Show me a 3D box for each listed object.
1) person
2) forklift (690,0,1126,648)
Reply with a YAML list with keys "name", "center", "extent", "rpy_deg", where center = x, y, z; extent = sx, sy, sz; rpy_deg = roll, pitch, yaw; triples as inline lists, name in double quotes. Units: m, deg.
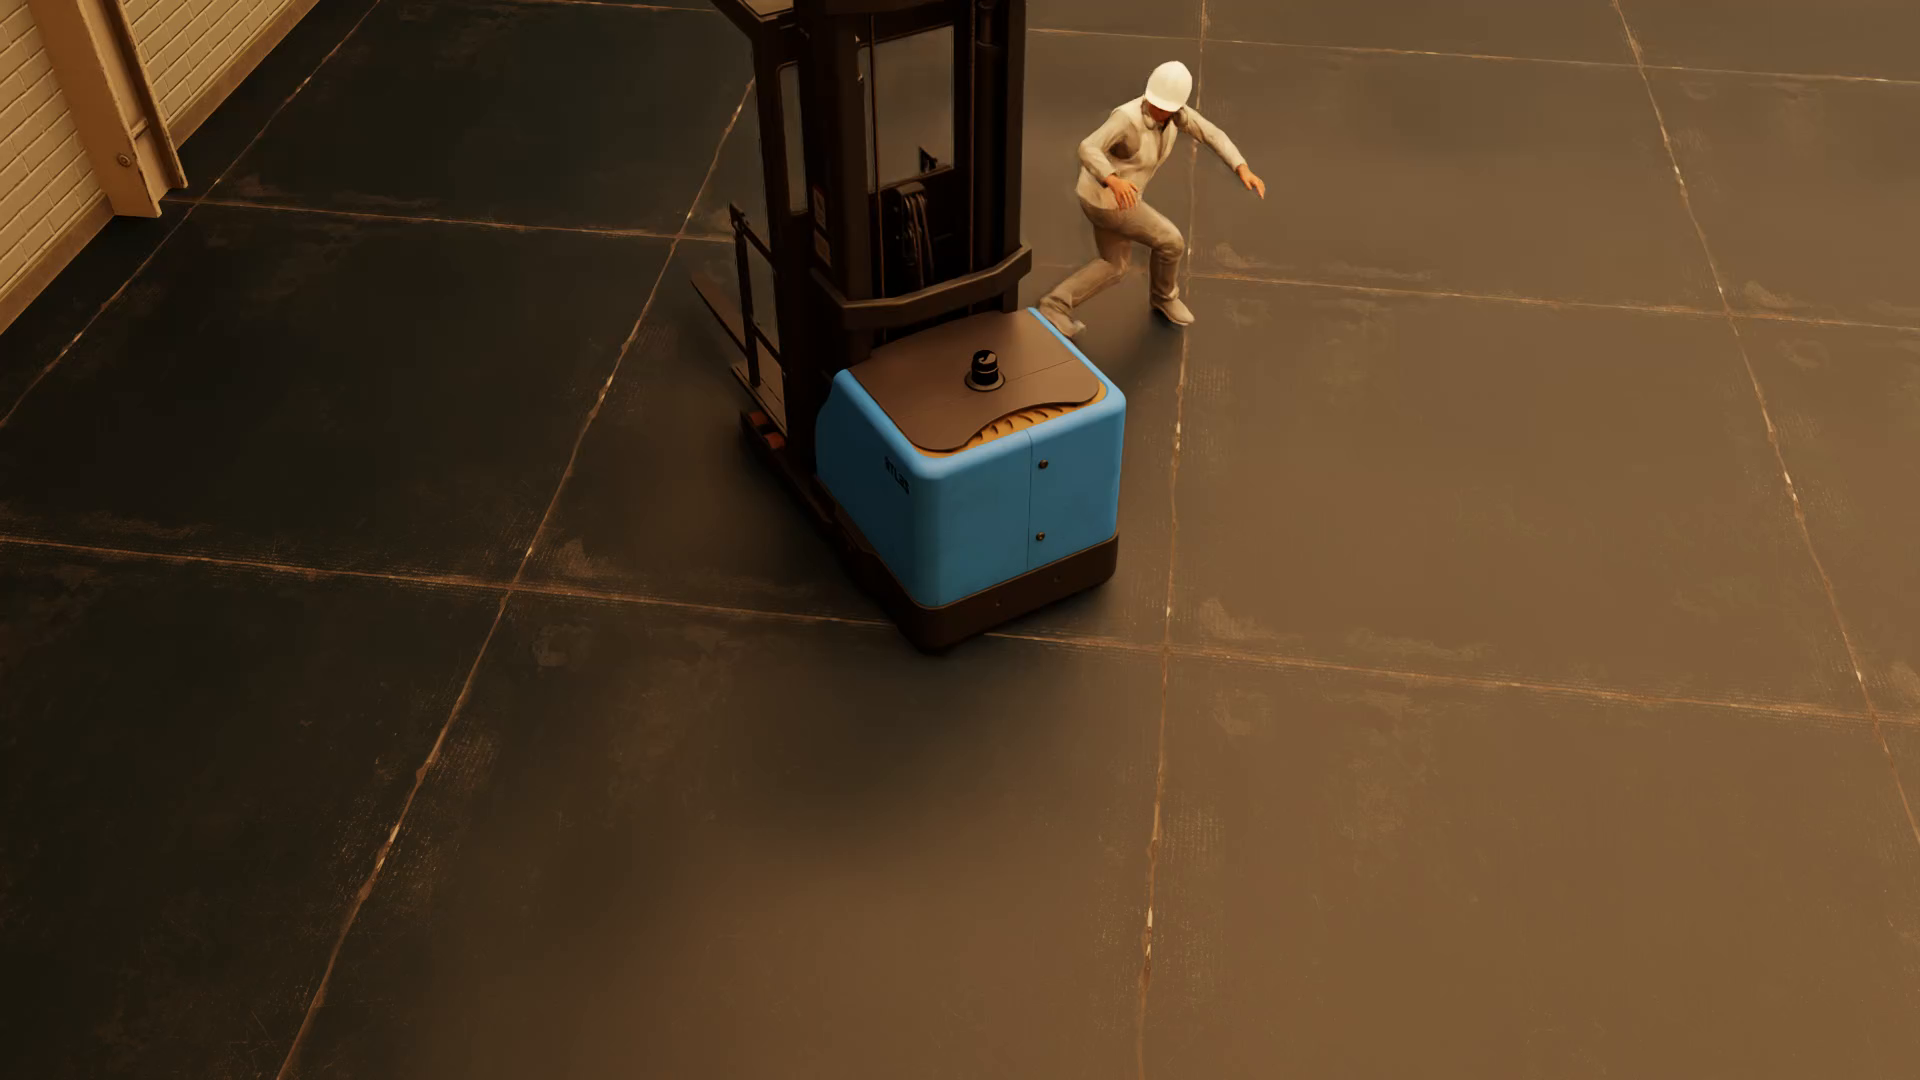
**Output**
- name: "person"
  center: [0.993, -1.706, 8.633]
  extent: [1.100, 1.551, 0.881]
  rpy_deg: [11, 44, 11]
- name: "forklift"
  center: [-0.448, -1.594, 7.459]
  extent: [1.130, 2.935, 3.031]
  rpy_deg: [-21, 47, -21]
